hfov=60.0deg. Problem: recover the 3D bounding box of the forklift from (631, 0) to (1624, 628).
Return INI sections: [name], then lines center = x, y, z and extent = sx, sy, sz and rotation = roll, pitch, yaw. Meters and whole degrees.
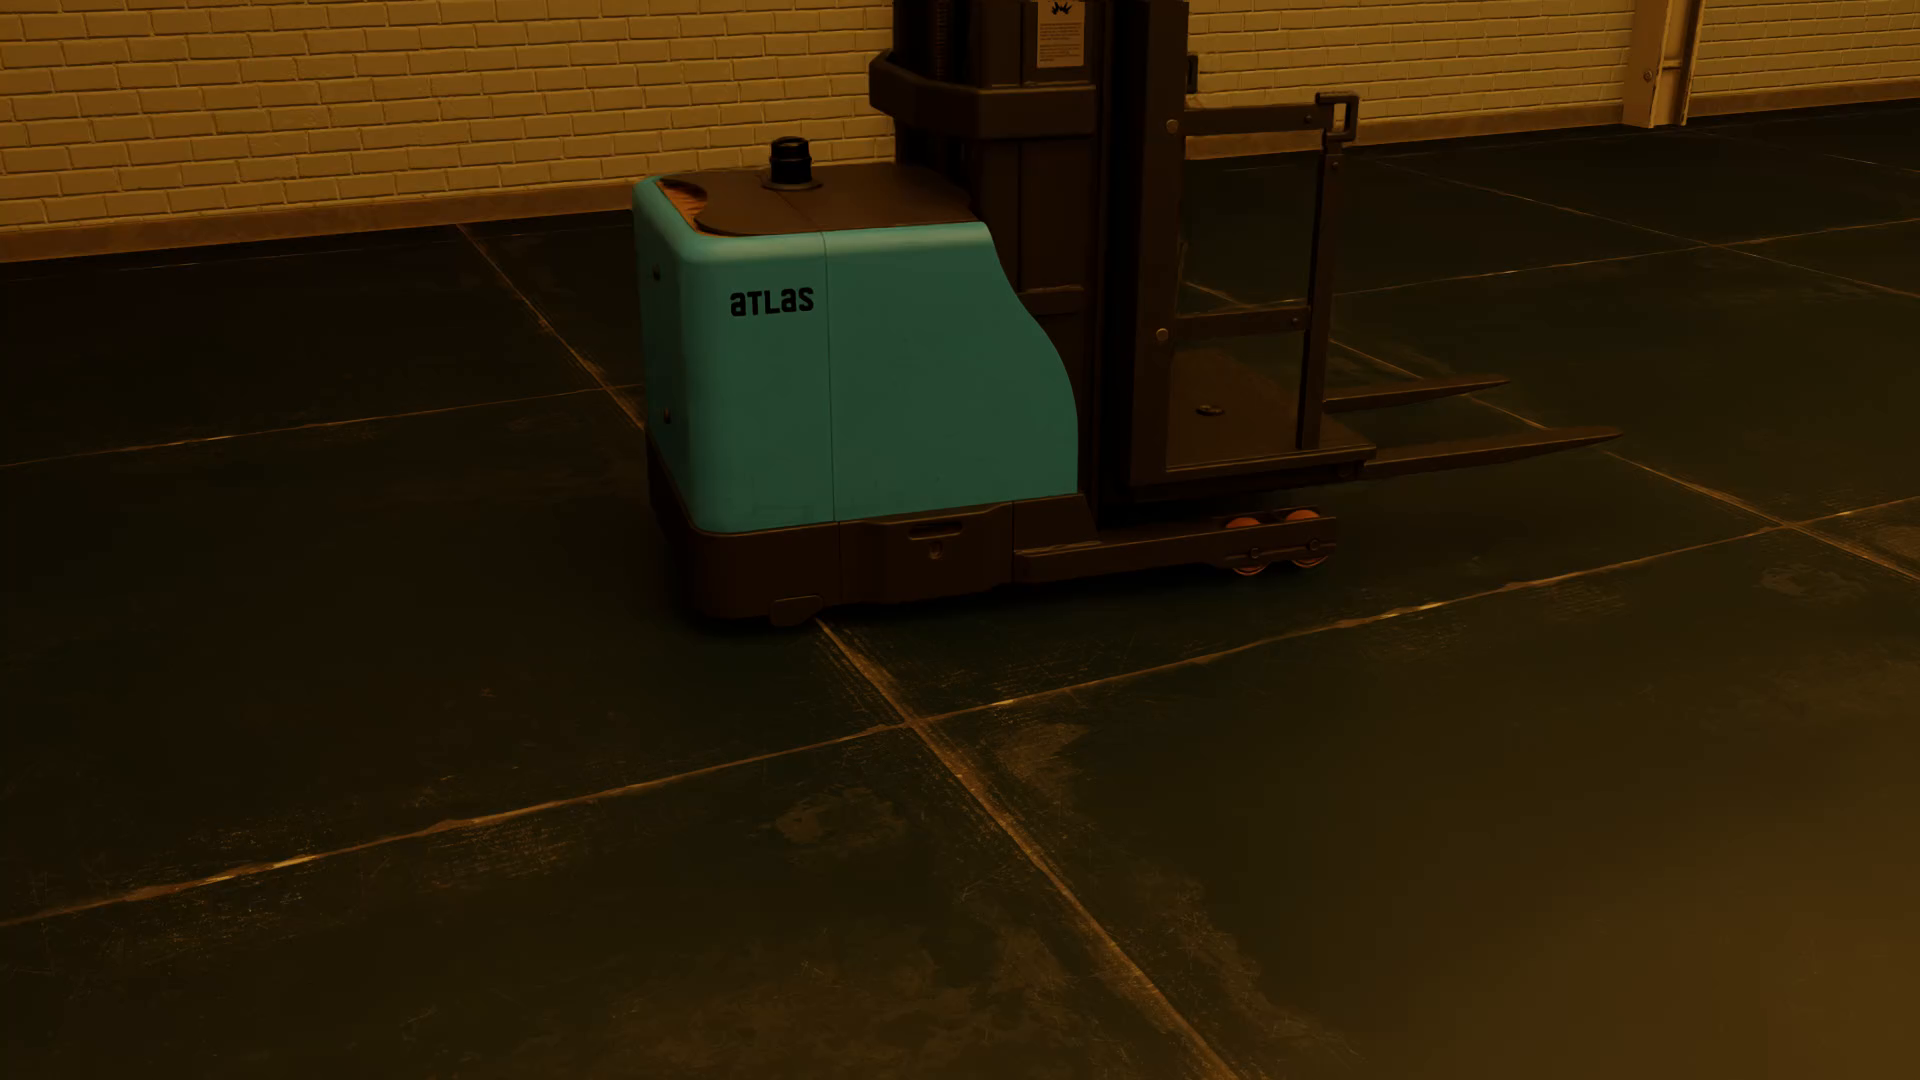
[forklift]
center = 0.599, -1.435, 4.742
extent = 3.031, 2.935, 1.130
rotation = -7, 24, -16
